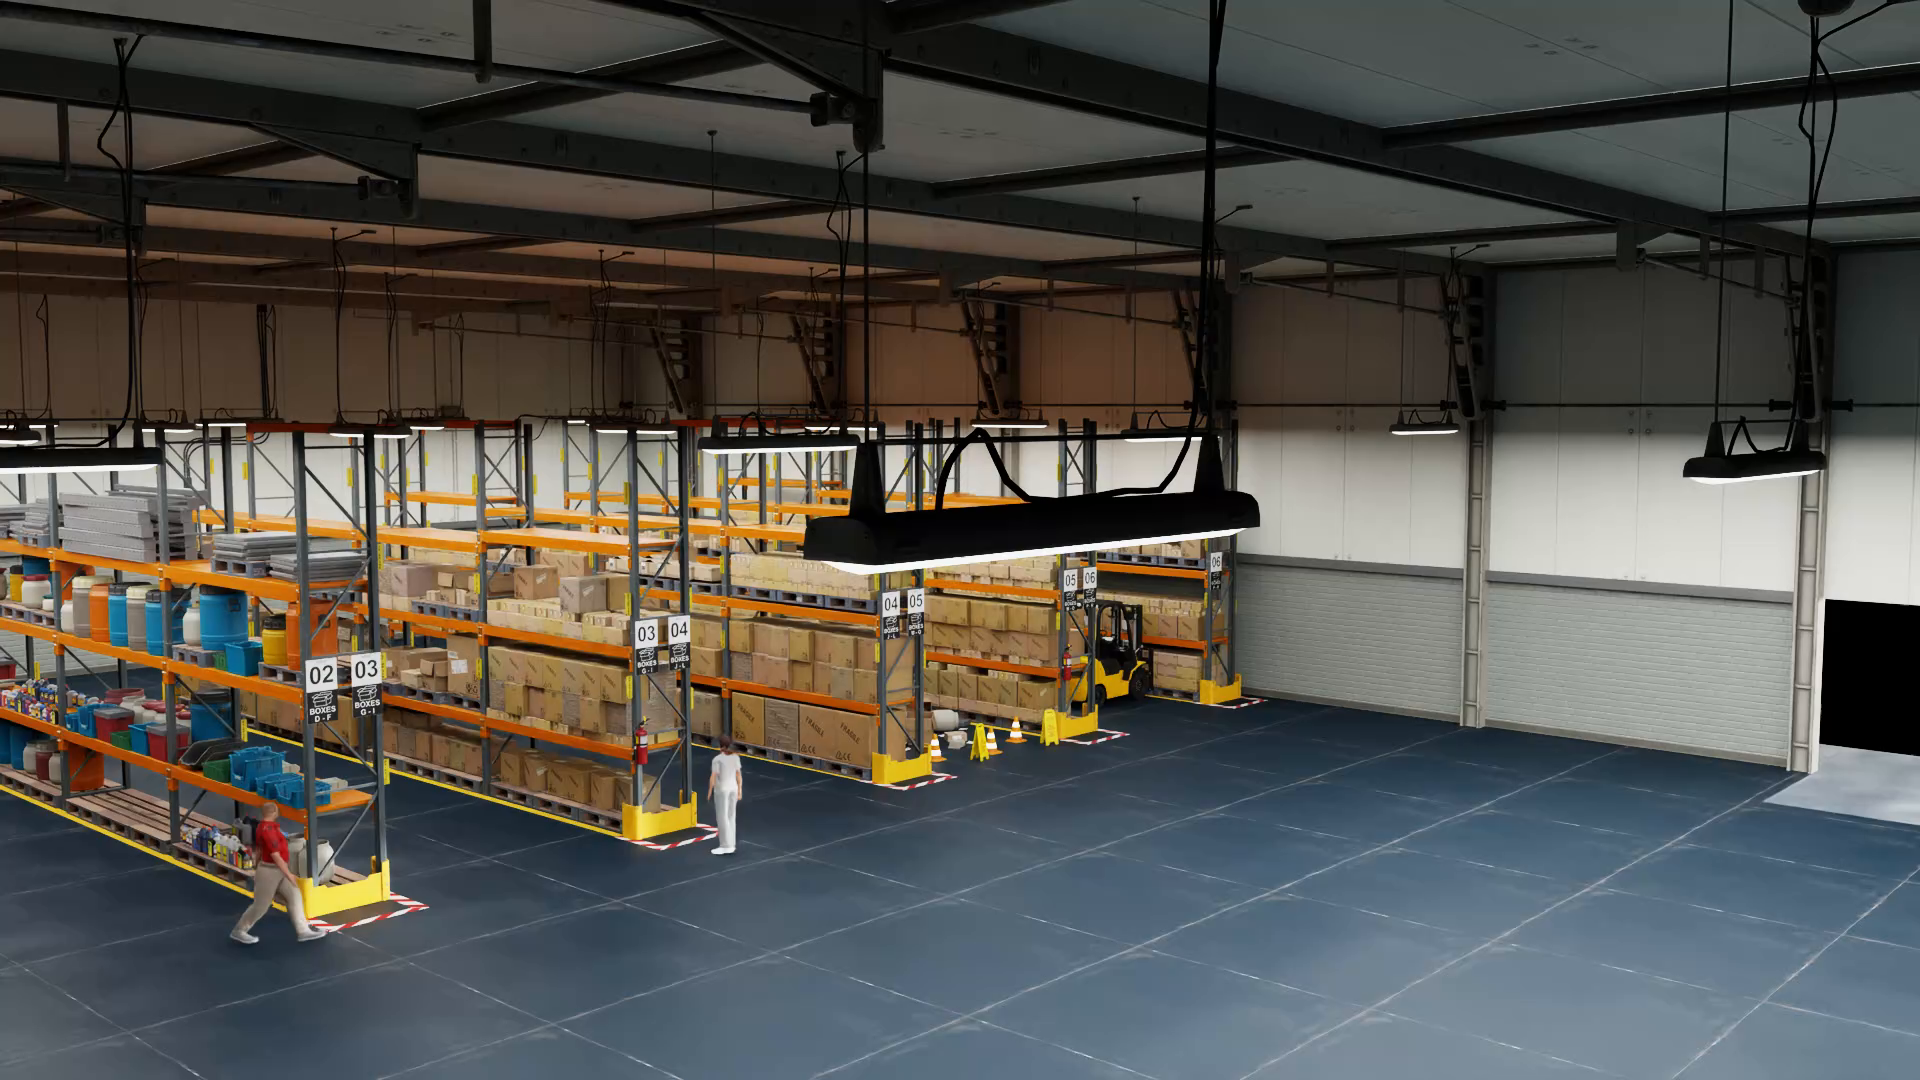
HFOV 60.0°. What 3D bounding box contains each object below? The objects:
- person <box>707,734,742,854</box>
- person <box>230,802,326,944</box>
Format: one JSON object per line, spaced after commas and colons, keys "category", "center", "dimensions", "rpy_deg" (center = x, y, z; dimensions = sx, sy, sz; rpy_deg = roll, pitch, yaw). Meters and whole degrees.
{"category": "person", "center": [-3.310, 3.580, 23.474], "dimensions": [0.493, 1.686, 0.382], "rpy_deg": [-3, 6, -37]}
{"category": "person", "center": [-7.999, 3.899, 19.438], "dimensions": [1.015, 1.680, 0.481], "rpy_deg": [0, 5, 3]}
